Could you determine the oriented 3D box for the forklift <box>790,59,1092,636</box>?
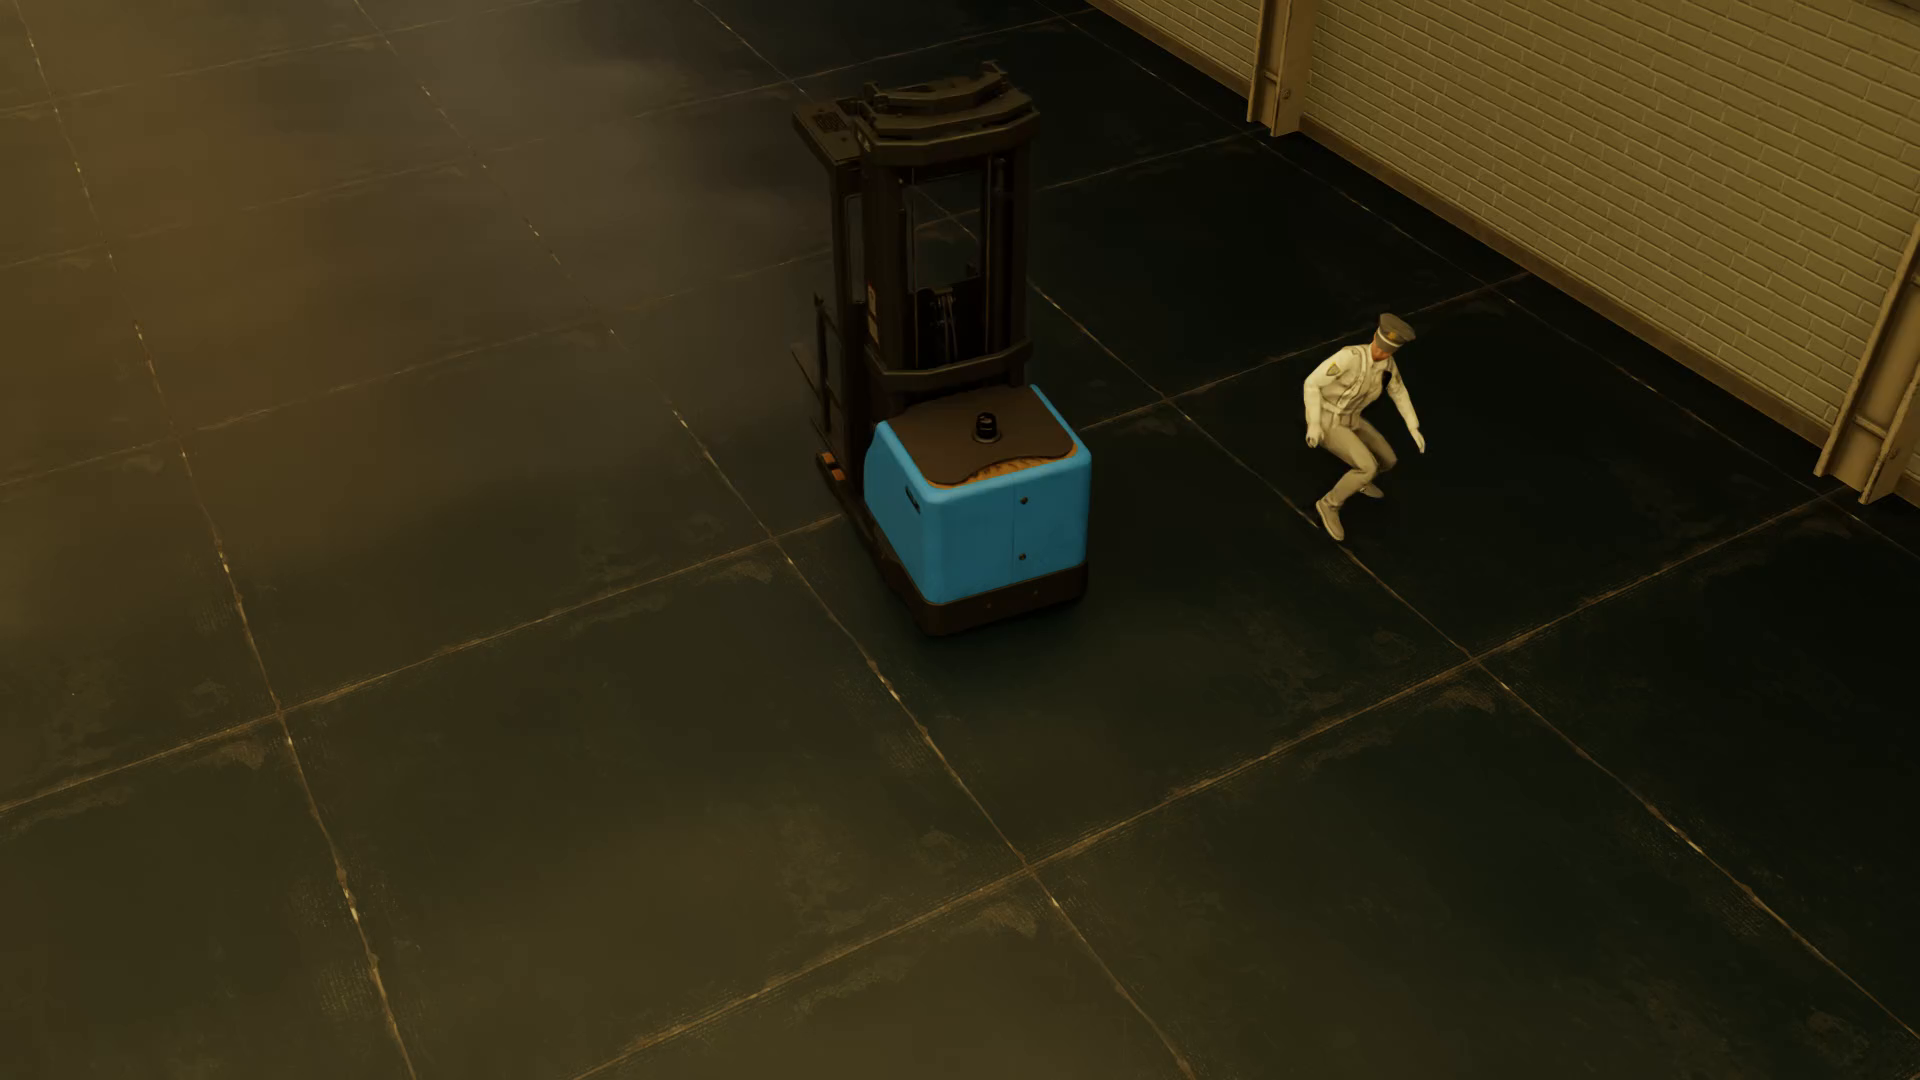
[{"bbox_3d":[-0.288,-1.519,9.868,1.130,2.935,3.031,-15,42,-17],"label":"forklift"}]

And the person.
[{"bbox_3d":[2.430,-0.706,10.097,0.744,1.456,0.624,-30,48,-31],"label":"person"}]
